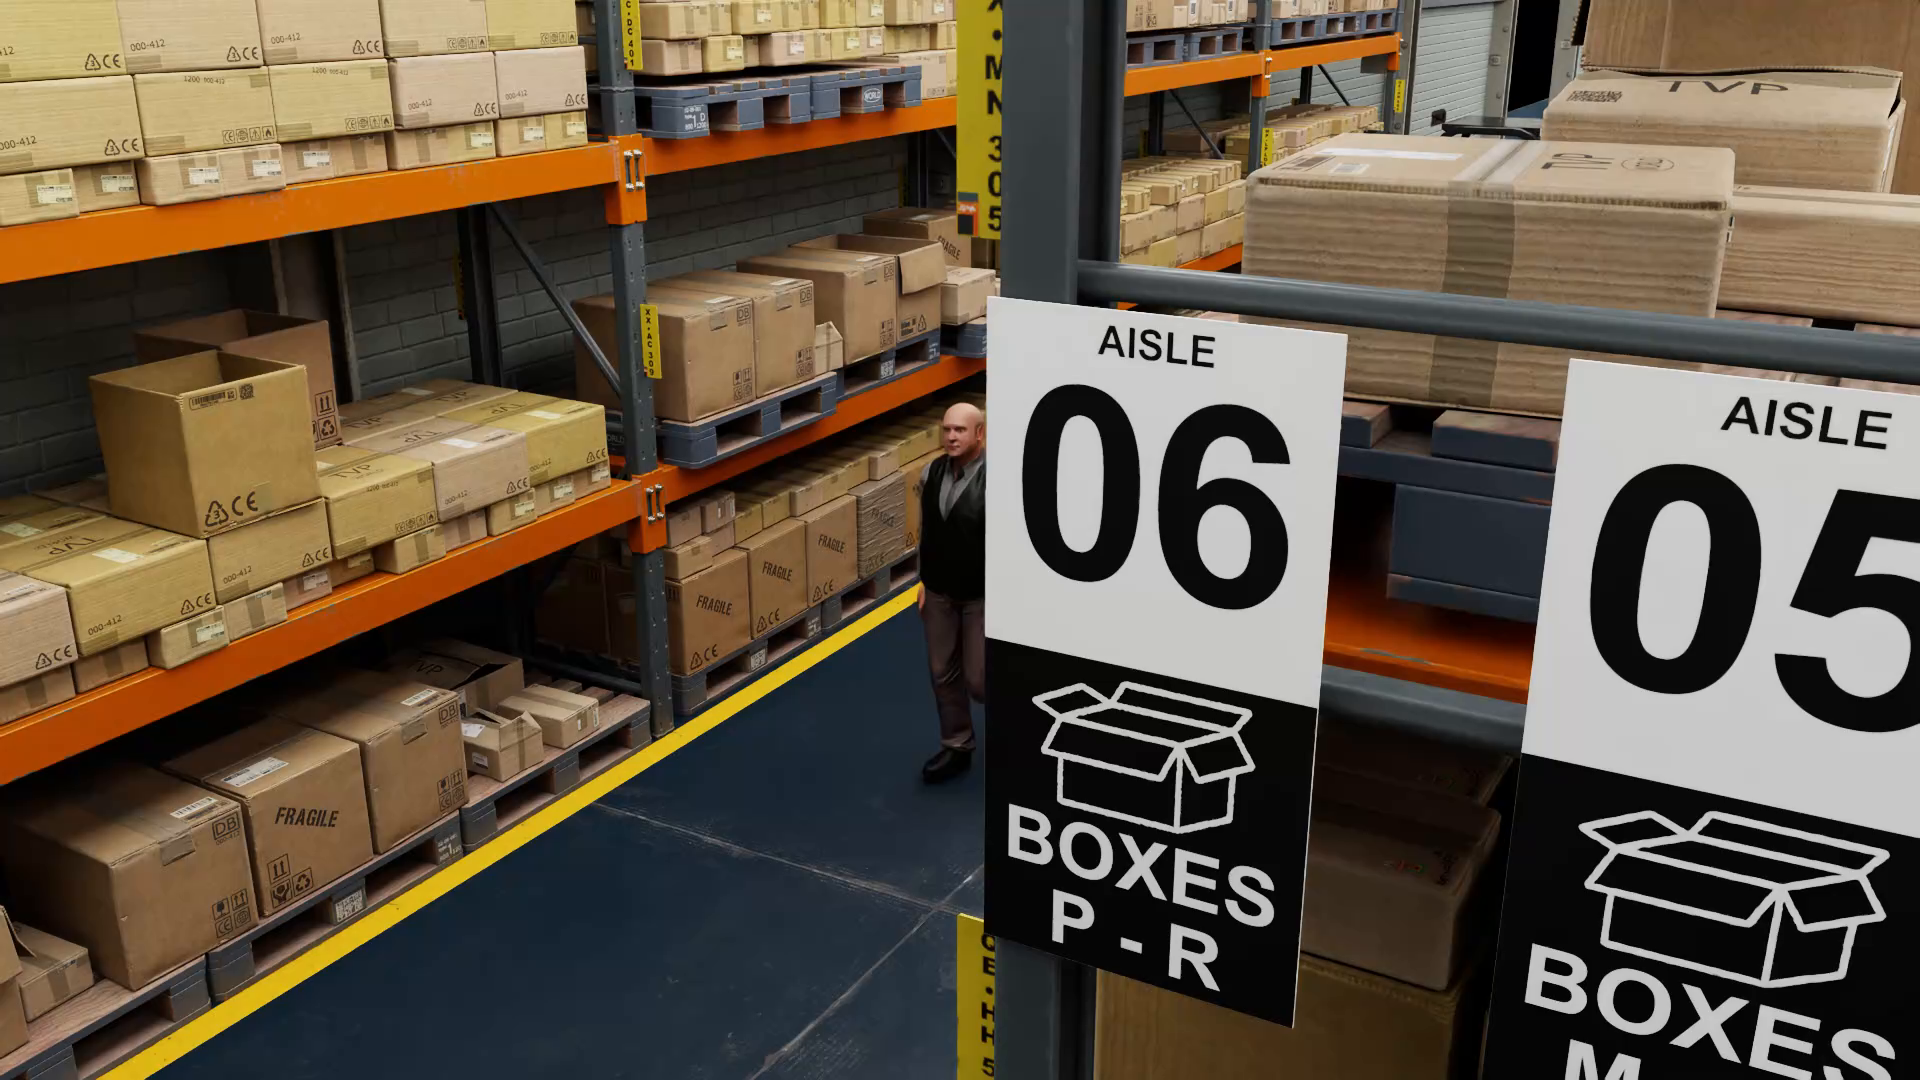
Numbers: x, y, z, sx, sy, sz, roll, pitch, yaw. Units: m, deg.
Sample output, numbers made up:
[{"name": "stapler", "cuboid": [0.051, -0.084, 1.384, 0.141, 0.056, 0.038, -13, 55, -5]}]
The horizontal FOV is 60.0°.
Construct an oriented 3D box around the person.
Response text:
[{"name": "person", "cuboid": [0.071, 0.213, 7.432, 0.547, 1.709, 0.597, 13, 23, 32]}]
